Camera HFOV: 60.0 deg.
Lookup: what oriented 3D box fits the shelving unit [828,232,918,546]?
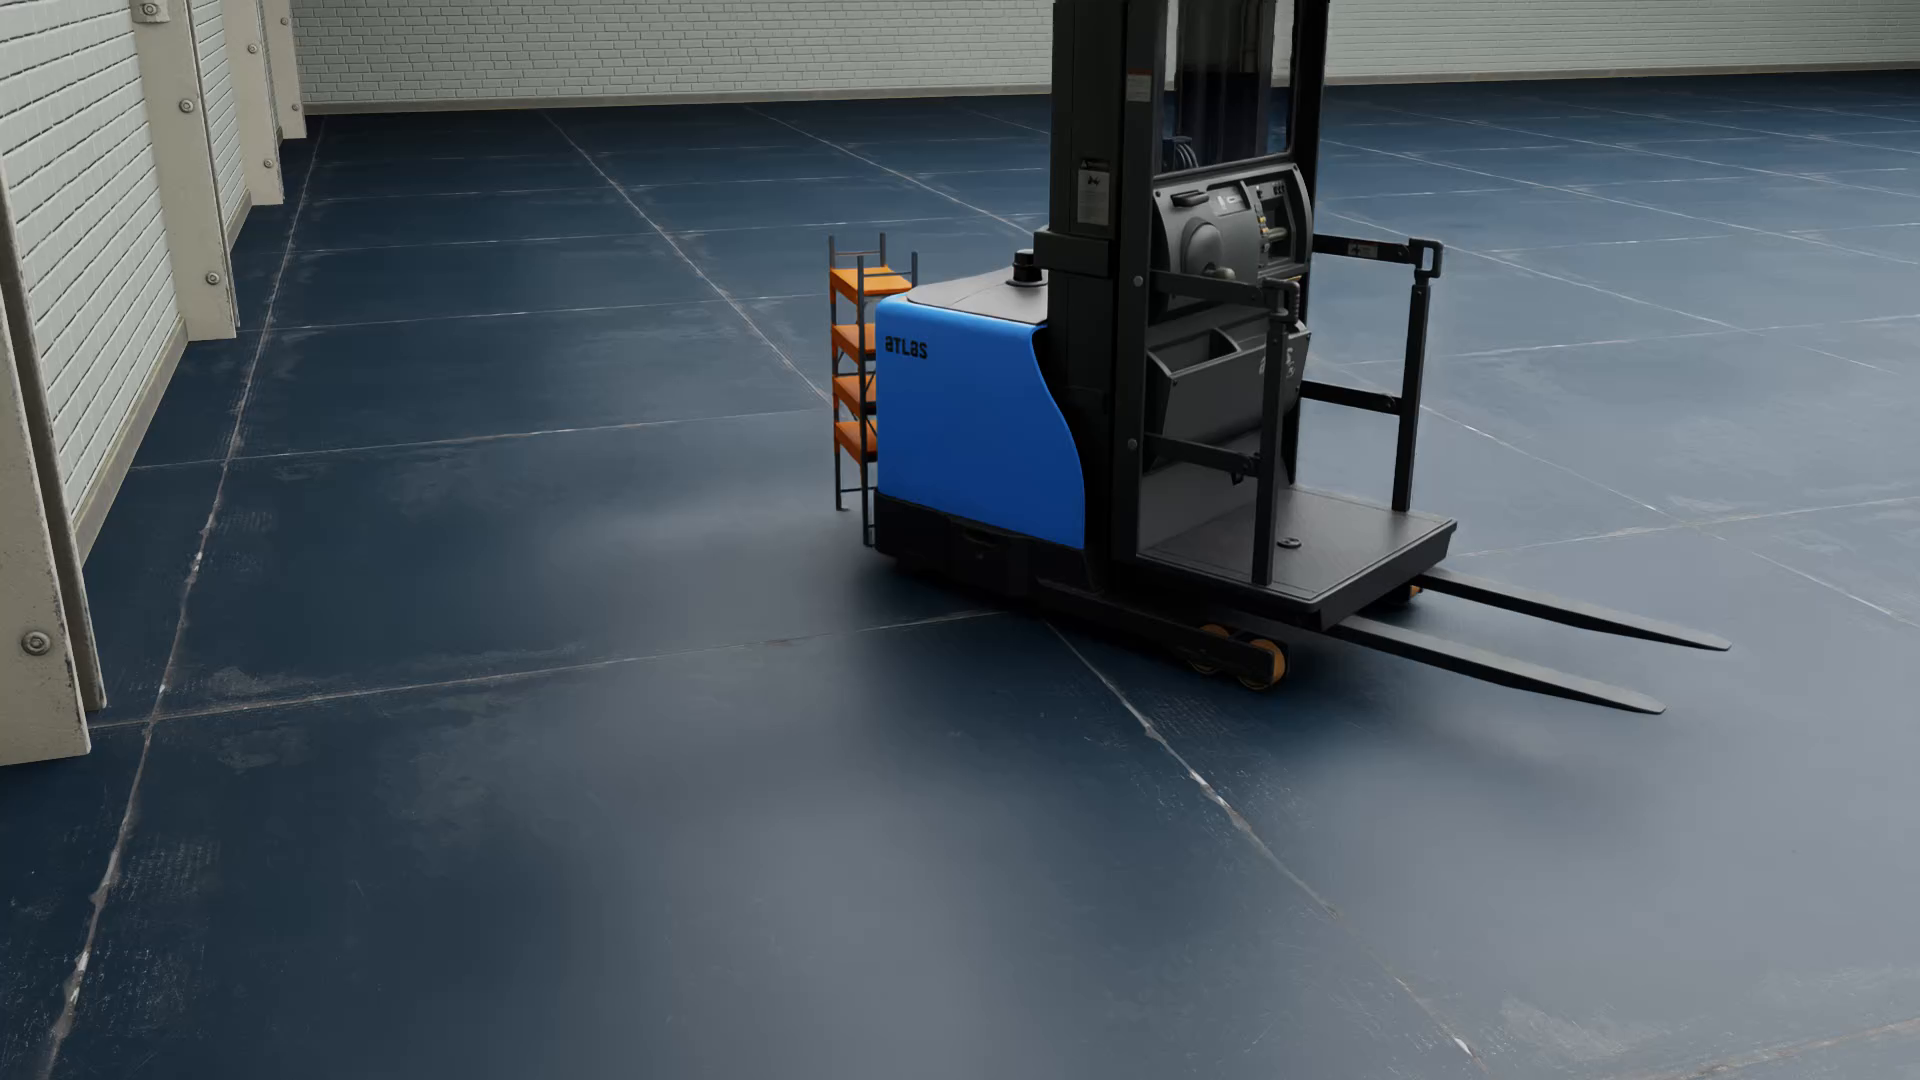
[{"bbox_3d":[-0.355,-0.631,6.899,0.258,1.200,0.503,-6,21,-16],"label":"shelving unit"}]

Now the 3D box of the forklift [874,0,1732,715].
[{"bbox_3d":[1.108,-1.082,5.593,3.031,2.935,1.130,16,25,38],"label":"forklift"}]

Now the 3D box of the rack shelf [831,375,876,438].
[{"bbox_3d":[-0.355,-0.568,6.922,0.258,0.148,0.480,-6,21,-16],"label":"rack shelf"}]

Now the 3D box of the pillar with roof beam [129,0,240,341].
[{"bbox_3d":[-0.676,-6.010,10.336,9.100,9.000,0.400,-6,21,-17],"label":"pillar with roof beam"}]

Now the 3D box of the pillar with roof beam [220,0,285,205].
[{"bbox_3d":[-2.562,-7.935,15.696,9.100,9.000,0.400,-6,21,-17],"label":"pillar with roof beam"}]

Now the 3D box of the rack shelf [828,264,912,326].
[{"bbox_3d":[-0.355,-1.001,6.766,0.258,0.148,0.480,-6,21,-16],"label":"rack shelf"}]

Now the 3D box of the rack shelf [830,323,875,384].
[{"bbox_3d":[-0.355,-0.778,6.846,0.258,0.148,0.480,-6,21,-16],"label":"rack shelf"}]

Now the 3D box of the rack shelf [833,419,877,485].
[{"bbox_3d":[-0.355,-0.381,6.989,0.258,0.148,0.480,-6,21,-16],"label":"rack shelf"}]

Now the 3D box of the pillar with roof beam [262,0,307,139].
[{"bbox_3d":[-4.448,-9.860,21.057,9.100,9.000,0.400,-6,21,-17],"label":"pillar with roof beam"}]

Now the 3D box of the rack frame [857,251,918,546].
[{"bbox_3d":[-0.282,-0.552,6.680,0.240,1.200,0.015,-6,21,-16],"label":"rack frame"}]

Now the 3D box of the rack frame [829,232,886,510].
[{"bbox_3d":[-0.427,-0.710,7.118,0.240,1.200,0.015,-6,21,-16],"label":"rack frame"}]
